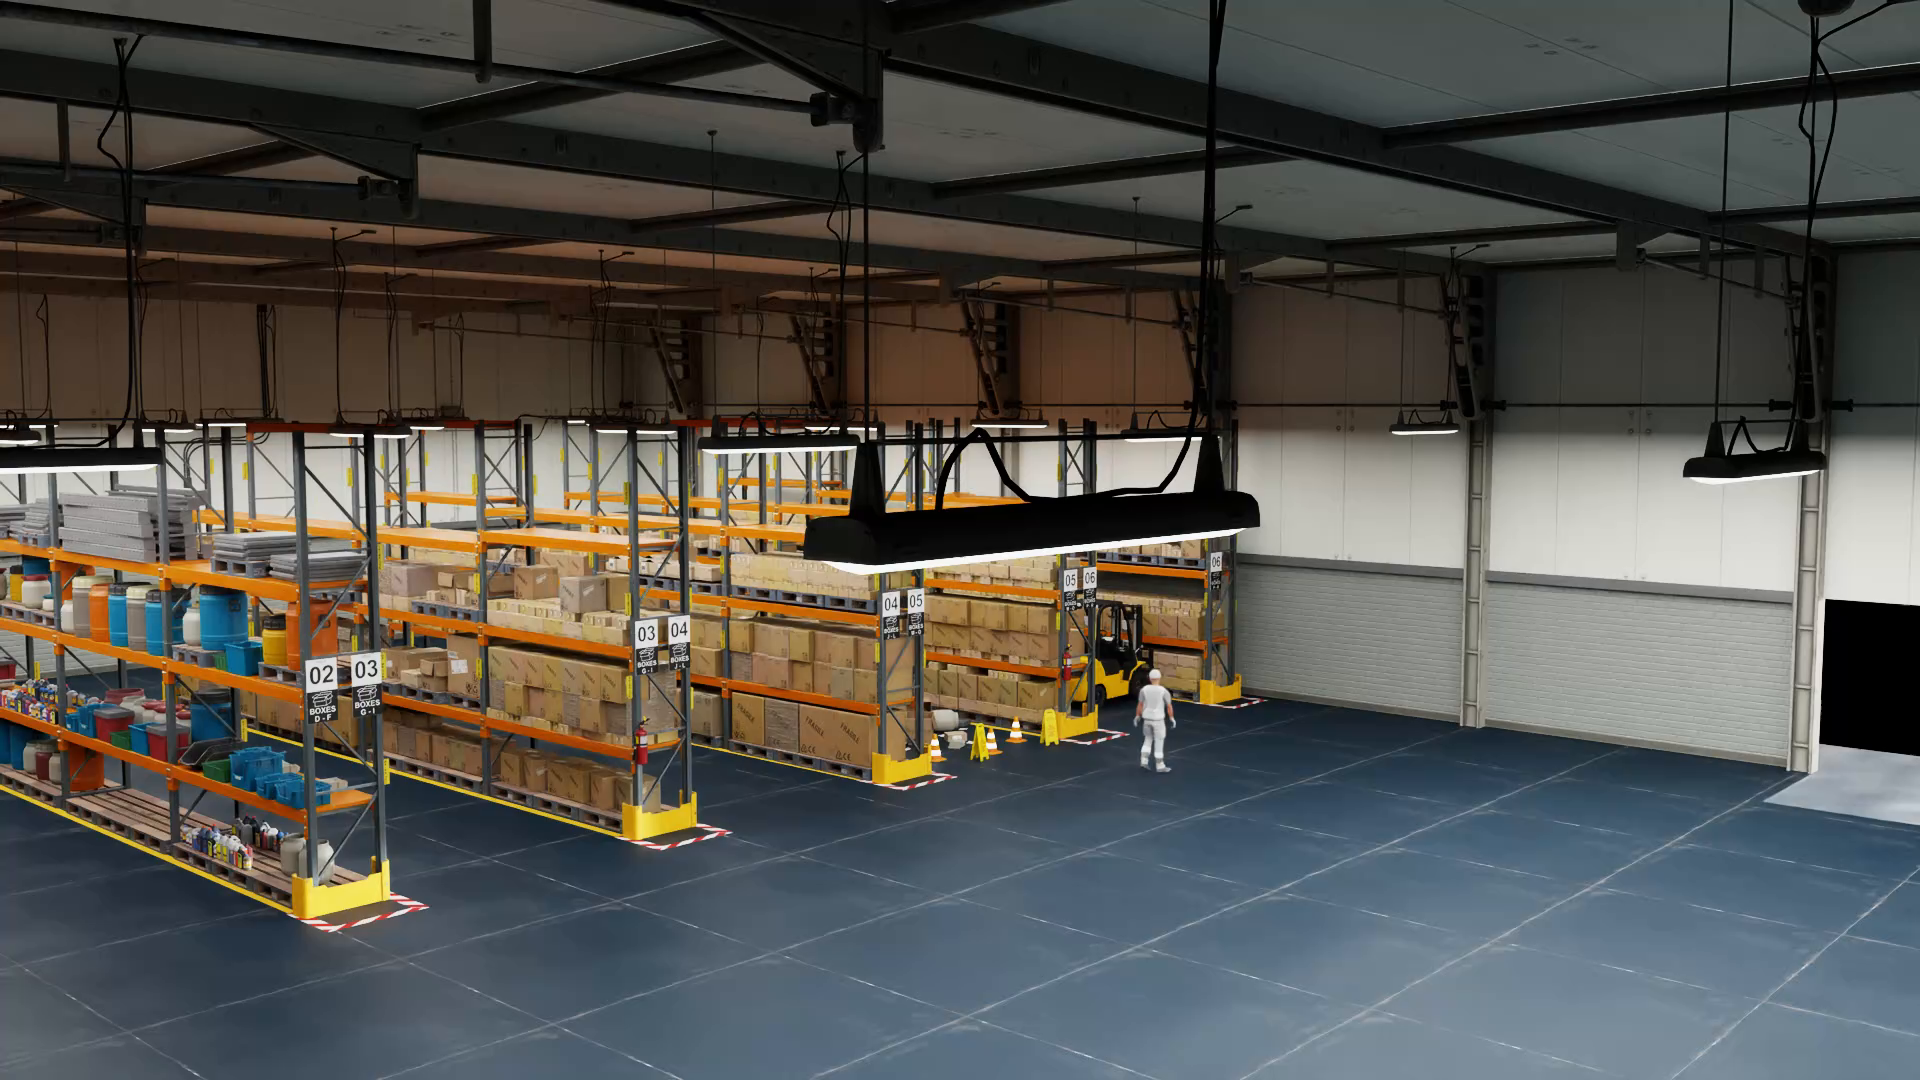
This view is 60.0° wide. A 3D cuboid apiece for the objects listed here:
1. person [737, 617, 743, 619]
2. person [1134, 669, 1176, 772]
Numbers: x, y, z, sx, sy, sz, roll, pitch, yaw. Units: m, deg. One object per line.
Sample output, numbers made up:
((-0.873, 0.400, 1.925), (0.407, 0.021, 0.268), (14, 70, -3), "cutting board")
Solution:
((-4.682, 2.531, 35.581), (0.639, 1.791, 0.396), (1, 5, 7), "person")
((3.339, 3.105, 28.611), (0.654, 1.810, 0.502), (4, 6, 37), "person")
